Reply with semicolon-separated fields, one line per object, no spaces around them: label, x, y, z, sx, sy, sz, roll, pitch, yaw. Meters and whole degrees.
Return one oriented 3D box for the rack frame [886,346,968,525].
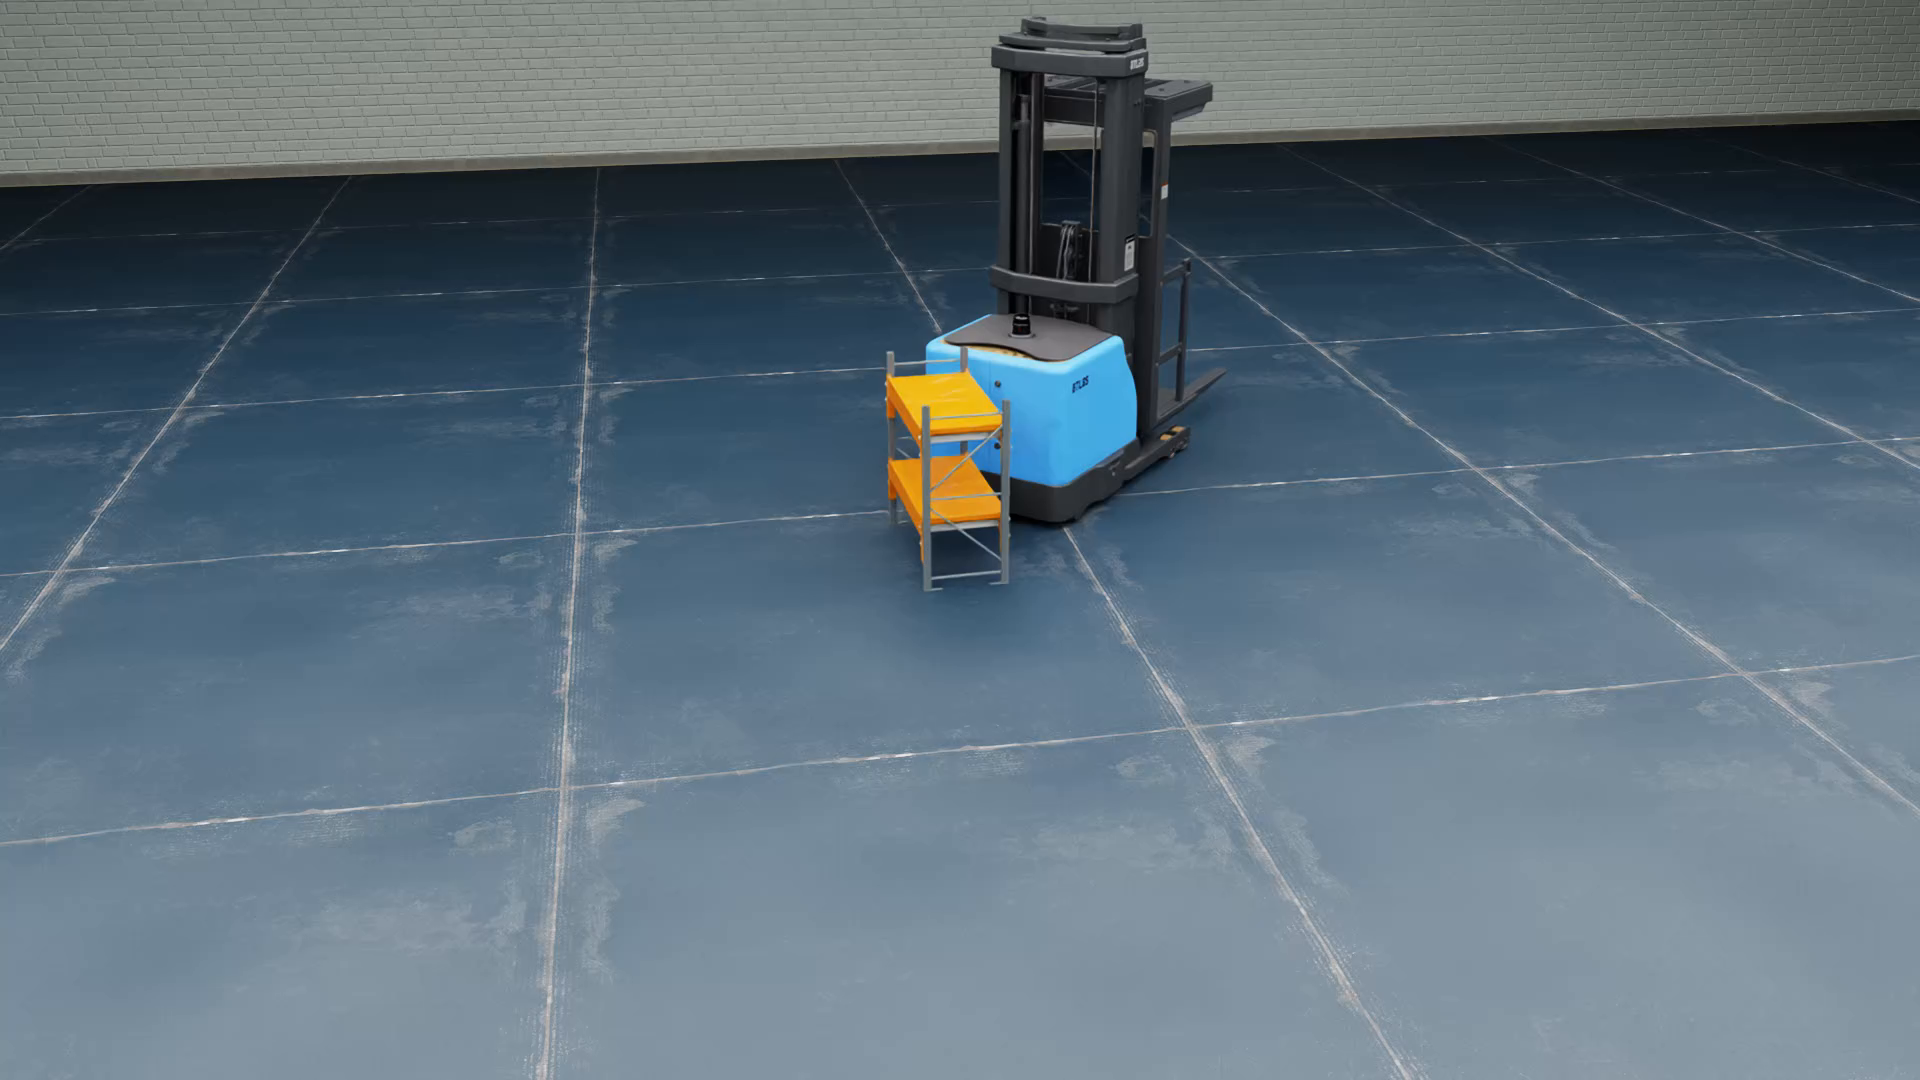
rack frame;-0.198;-0.638;10.305;0.500;1.125;0.032;-5;24;-12

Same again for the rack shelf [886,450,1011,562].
rack shelf;-0.082;-0.216;9.950;0.538;0.278;1.000;-5;24;-12

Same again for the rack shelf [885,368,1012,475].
rack shelf;-0.082;-0.708;9.735;0.538;0.278;1.000;-5;24;-12

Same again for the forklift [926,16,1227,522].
forklift;0.966;-1.997;11.160;1.130;2.935;3.031;14;27;28

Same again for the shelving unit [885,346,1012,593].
shelving unit;-0.082;-0.440;9.852;0.538;1.125;1.048;-5;24;-12

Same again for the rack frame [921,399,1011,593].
rack frame;0.034;-0.242;9.398;0.500;1.125;0.032;-5;24;-12
